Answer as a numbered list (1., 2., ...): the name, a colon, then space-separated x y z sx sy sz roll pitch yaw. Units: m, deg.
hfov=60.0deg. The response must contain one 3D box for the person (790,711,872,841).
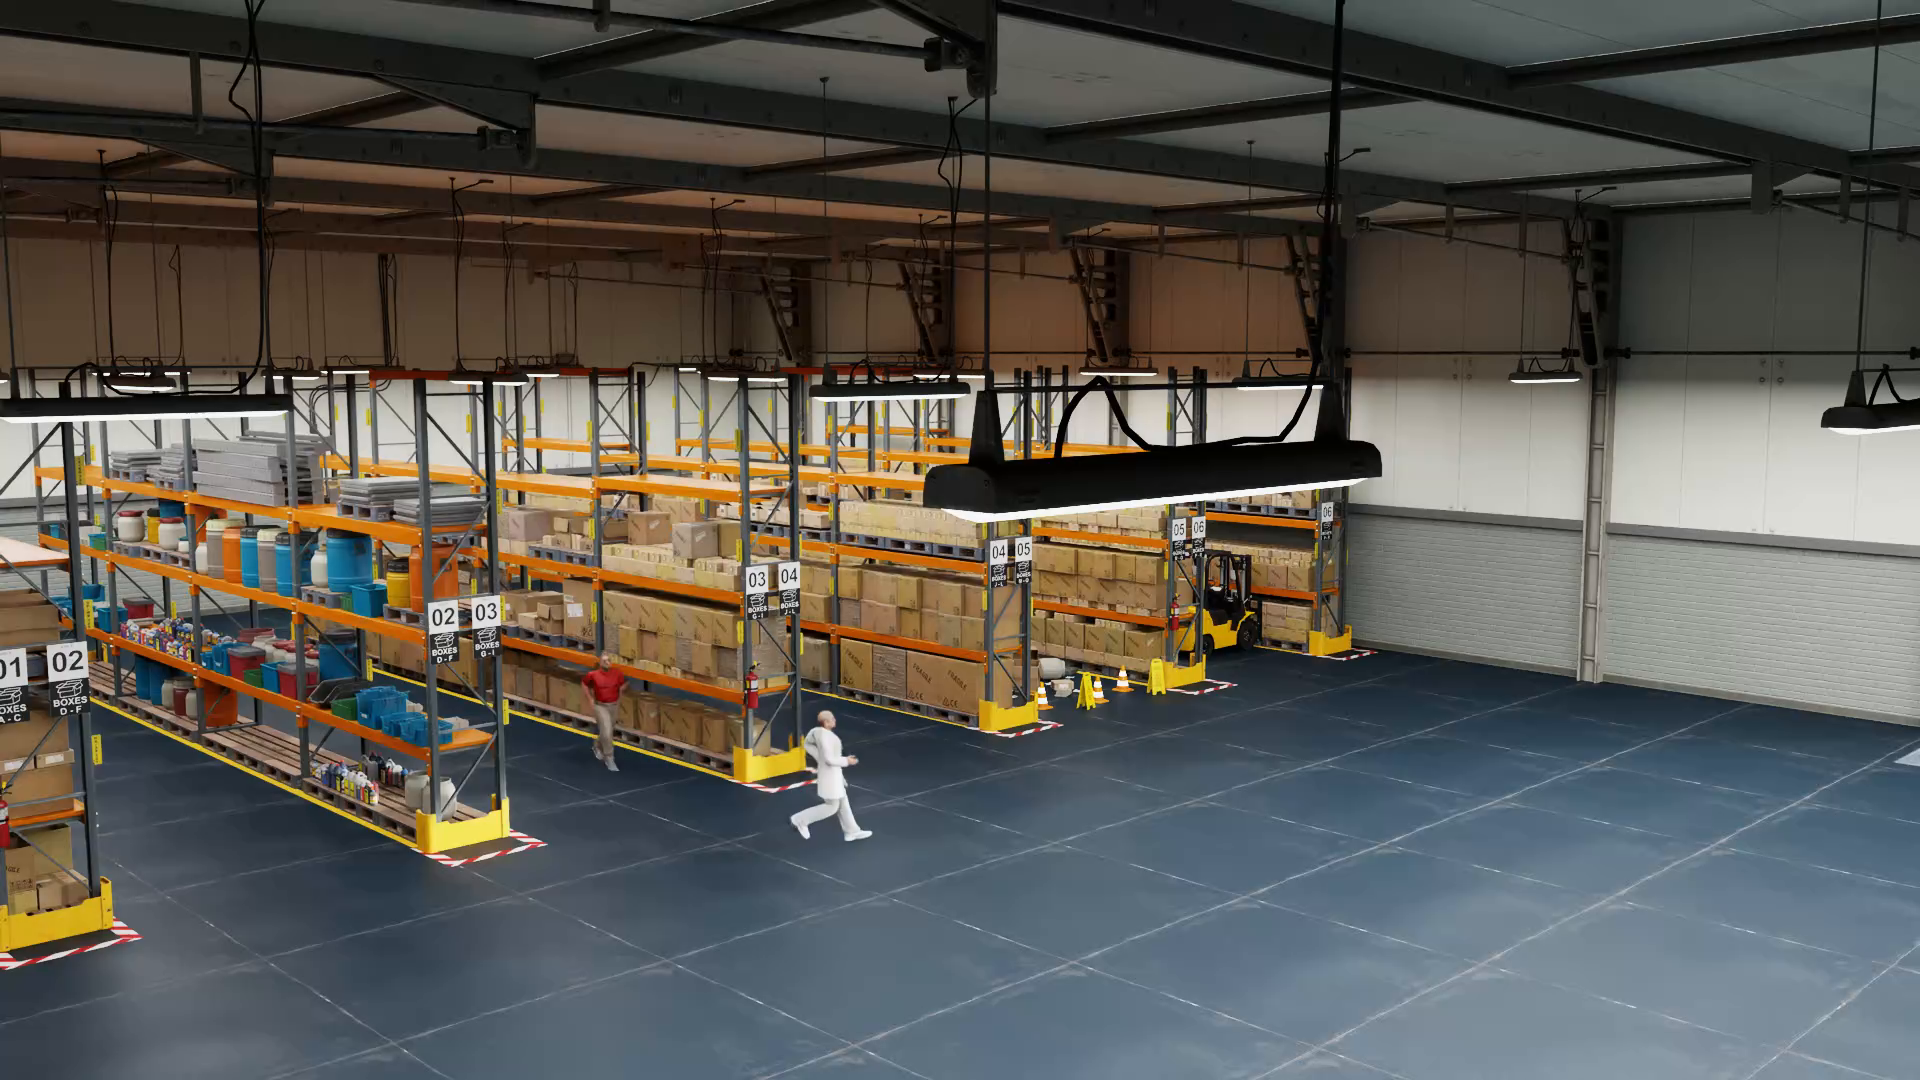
1. person: -1.666 3.045 21.387 1.092 1.744 0.724 -2 7 -16

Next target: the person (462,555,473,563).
1. person: -11.314 1.182 38.004 0.703 1.730 0.609 -3 7 -22

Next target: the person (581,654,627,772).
1. person: -5.409 2.610 25.478 0.636 1.778 0.884 -6 8 -40

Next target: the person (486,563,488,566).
1. person: -10.649 1.313 37.397 0.656 1.656 0.629 -5 8 -36
